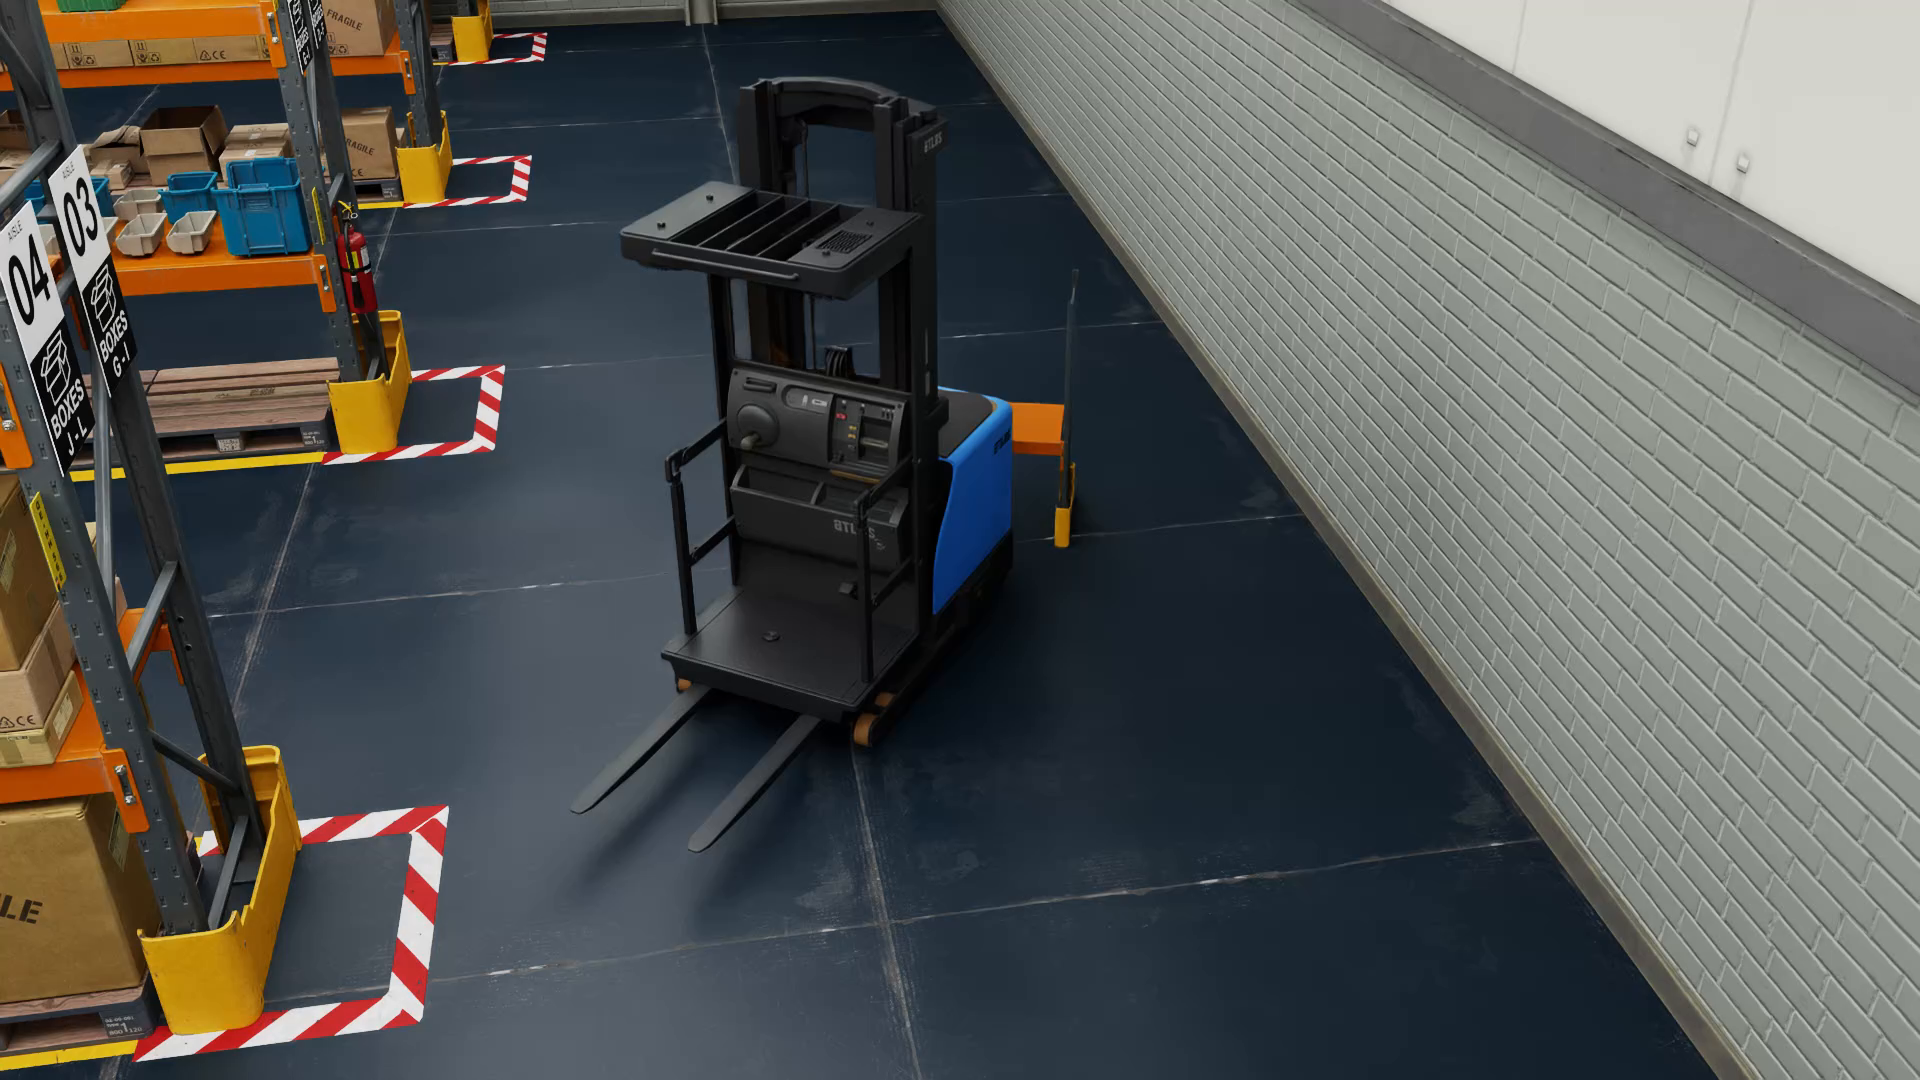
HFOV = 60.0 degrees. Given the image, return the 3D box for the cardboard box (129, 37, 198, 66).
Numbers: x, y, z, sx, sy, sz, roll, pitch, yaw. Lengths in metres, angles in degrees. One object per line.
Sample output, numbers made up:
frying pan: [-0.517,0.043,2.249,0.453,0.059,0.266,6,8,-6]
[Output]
cardboard box: [-6.714,-4.332,14.059,0.500,0.500,0.500,-6,31,-10]

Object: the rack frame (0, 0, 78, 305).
rack frame: [-3.045,-2.250,4.698,0.127,3.000,1.000,-5,31,-9]

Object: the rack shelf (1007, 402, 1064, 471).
rack shelf: [0.120,-0.631,9.697,1.000,0.185,0.538,3,31,5]

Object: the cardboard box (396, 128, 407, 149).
cardboard box: [-5.299,-3.697,15.457,0.250,0.149,0.380,-5,31,-9]

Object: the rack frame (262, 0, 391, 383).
rack frame: [-3.937,-2.133,10.419,0.127,3.000,1.000,-5,31,-9]

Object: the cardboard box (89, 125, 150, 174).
cardboard box: [-7.513,-3.531,15.014,0.500,0.311,0.500,-5,31,-9]

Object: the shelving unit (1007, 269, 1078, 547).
shelving unit: [0.129,-0.785,9.605,1.083,1.500,0.587,3,31,5]

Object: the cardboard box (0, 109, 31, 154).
cardboard box: [-8.251,-3.544,14.849,0.500,0.500,0.500,-5,31,-9]

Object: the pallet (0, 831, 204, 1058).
pallet: [-3.817,1.650,6.735,1.213,0.211,1.003,-5,31,-9]

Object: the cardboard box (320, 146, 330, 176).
cardboard box: [-5.730,-3.407,14.946,0.250,0.166,0.380,-5,31,-9]

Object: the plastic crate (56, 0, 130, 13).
plastic crate: [-4.856,-3.102,9.317,0.336,0.188,0.450,-5,31,-9]

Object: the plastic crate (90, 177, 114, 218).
plastic crate: [-5.534,-2.108,10.482,0.300,0.233,0.416,-5,31,-9]

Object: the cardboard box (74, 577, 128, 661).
cardboard box: [-3.453,0.312,6.507,0.250,0.149,0.380,-5,31,-8]

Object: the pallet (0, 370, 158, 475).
pallet: [-5.953,-0.766,10.844,1.213,0.211,1.003,-5,31,-9]

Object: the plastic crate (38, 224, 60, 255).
plastic crate: [-5.552,-1.788,10.032,0.250,0.136,0.298,-5,31,-9]

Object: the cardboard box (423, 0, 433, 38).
cardboard box: [-6.392,-6.062,19.153,0.500,0.500,0.700,-5,31,-9]

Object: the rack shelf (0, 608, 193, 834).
rack shelf: [-5.012,0.829,6.091,4.000,0.370,1.077,-5,31,-9]

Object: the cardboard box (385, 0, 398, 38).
cardboard box: [-5.309,-4.737,14.749,0.500,0.500,0.500,-5,31,-8]

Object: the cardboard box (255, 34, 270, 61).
cardboard box: [-5.727,-4.421,14.210,0.500,0.500,0.500,-5,31,-8]

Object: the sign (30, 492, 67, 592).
sign: [-2.961,0.007,5.403,0.005,0.325,0.100,-5,31,-9]

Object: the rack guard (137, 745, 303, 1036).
rack guard: [-3.021,1.412,6.856,0.348,0.500,1.175,-5,31,-9]

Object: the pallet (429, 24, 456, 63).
pallet: [-6.494,-5.759,19.335,1.213,0.211,1.003,-5,31,-9]

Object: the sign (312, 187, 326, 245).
sign: [-3.822,-1.931,9.913,0.005,0.325,0.100,-5,31,-9]

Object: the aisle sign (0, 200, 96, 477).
aisle sign: [-2.920,-0.641,5.317,0.004,0.787,0.394,-5,31,-9]

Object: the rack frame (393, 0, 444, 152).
rack frame: [-4.825,-4.603,14.619,0.127,3.000,1.000,-5,31,-9]

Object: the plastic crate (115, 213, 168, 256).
plastic crate: [-4.994,-1.861,10.157,0.243,0.136,0.396,-5,31,-9]

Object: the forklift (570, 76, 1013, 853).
forklift: [-0.778,-0.513,7.730,1.130,2.935,3.031,13,33,21]

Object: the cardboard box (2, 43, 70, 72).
cardboard box: [-7.707,-4.240,13.903,0.500,0.500,0.500,-5,31,-8]

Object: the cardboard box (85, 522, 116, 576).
cardboard box: [-3.566,0.182,6.336,0.500,0.250,0.500,-6,31,-10]

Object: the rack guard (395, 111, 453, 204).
rack guard: [-4.900,-3.519,15.241,0.348,0.500,1.175,-5,31,-9]

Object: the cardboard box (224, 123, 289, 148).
cardboard box: [-6.395,-3.608,15.205,0.500,0.250,0.500,-5,31,-9]

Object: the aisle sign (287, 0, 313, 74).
aisle sign: [-3.813,-3.114,9.522,0.004,0.787,0.394,-5,31,-9]

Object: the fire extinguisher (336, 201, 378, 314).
fire extinguisher: [-3.707,-1.726,10.171,0.183,0.674,0.296,-5,31,-9]

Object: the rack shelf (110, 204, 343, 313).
rack shelf: [-5.904,-1.640,10.290,4.000,0.370,1.077,-5,31,-9]

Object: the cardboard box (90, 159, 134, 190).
cardboard box: [-7.459,-3.221,14.629,0.250,0.166,0.380,-5,31,-9]

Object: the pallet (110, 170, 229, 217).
pallet: [-6.882,-3.211,15.003,1.213,0.211,1.003,-5,31,-9]

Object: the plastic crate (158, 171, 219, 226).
plastic crate: [-4.887,-2.168,10.584,0.300,0.233,0.416,-5,31,-9]

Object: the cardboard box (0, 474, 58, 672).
cardboard box: [-3.477,0.125,5.693,0.500,0.500,0.500,-5,31,-8]
